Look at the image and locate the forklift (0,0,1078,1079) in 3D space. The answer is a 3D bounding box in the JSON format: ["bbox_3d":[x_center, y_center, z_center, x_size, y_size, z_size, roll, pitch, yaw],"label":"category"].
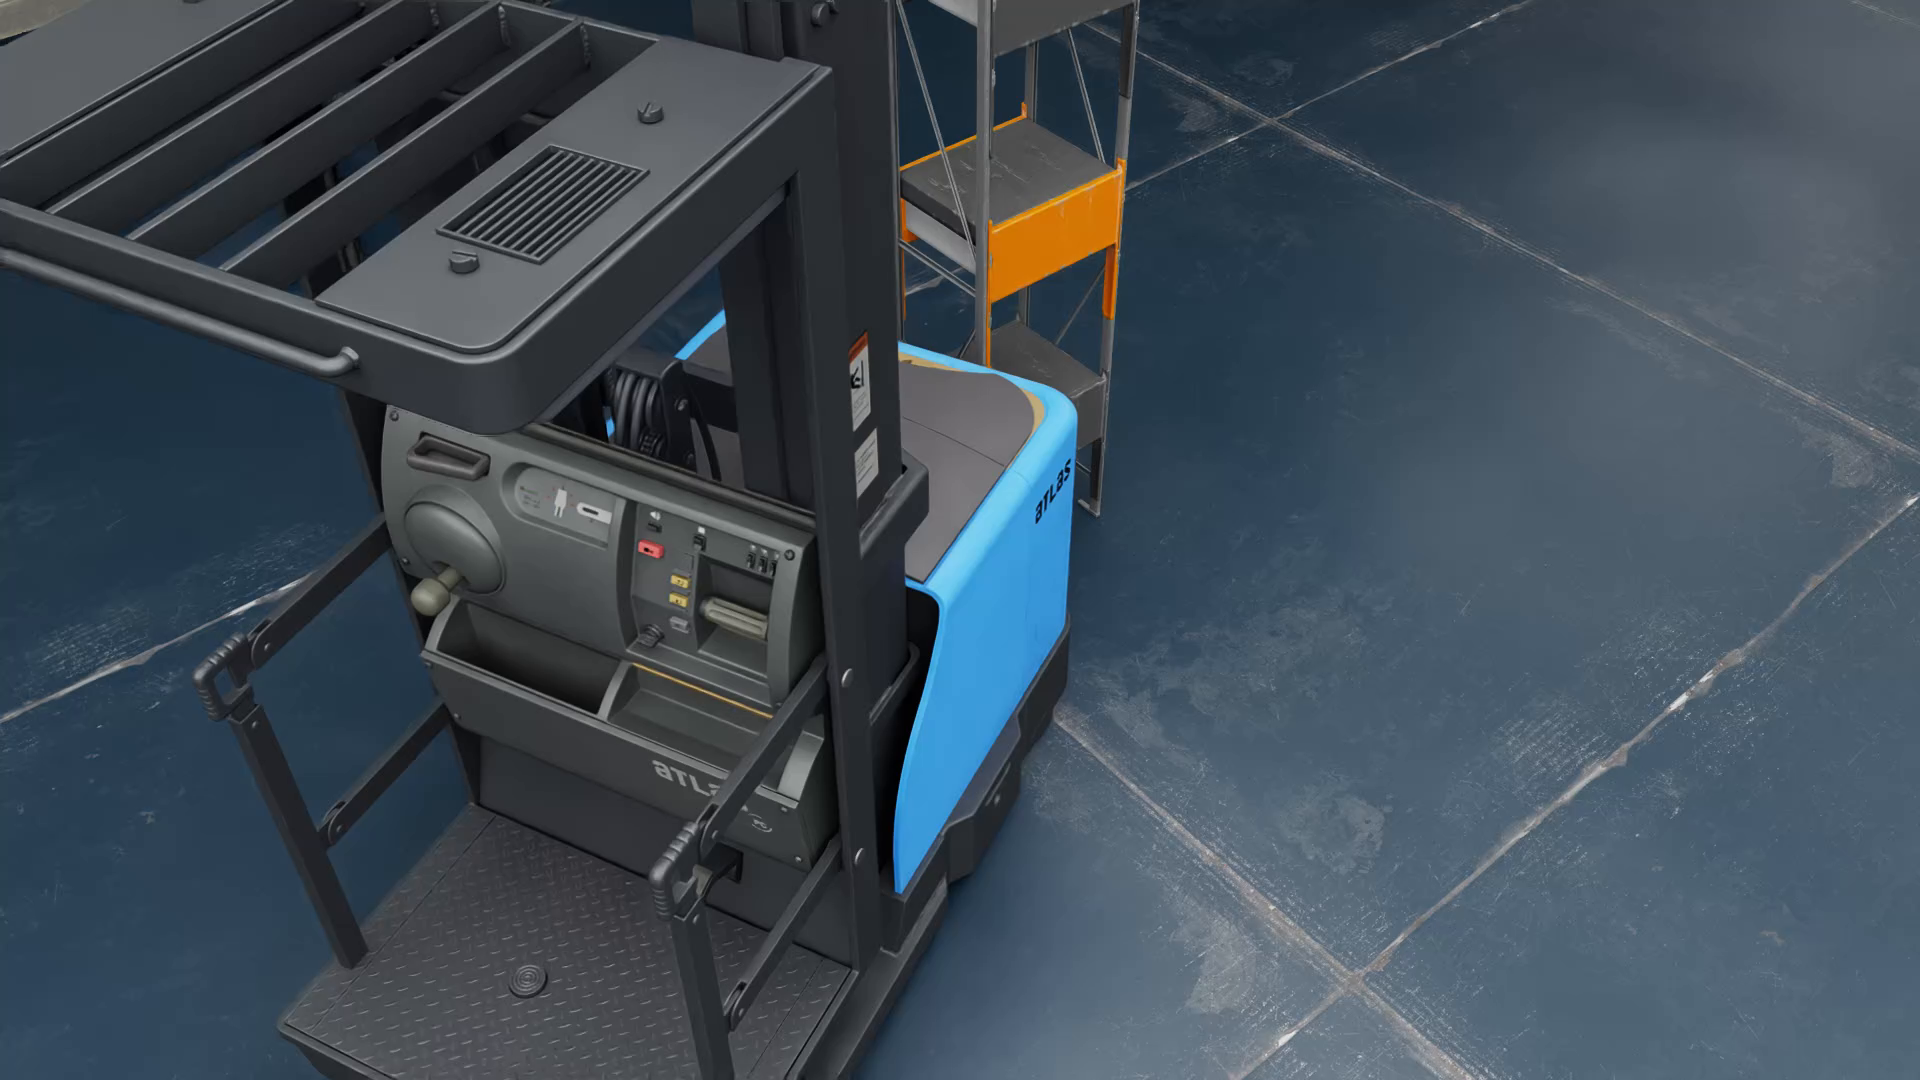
[{"bbox_3d":[-0.798,0.117,2.985,1.130,2.935,3.031,19,46,19],"label":"forklift"}]

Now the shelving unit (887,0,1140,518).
[{"bbox_3d":[0.127,-0.838,4.609,0.503,2.100,0.431,-30,51,-28],"label":"shelving unit"}]

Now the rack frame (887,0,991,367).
[{"bbox_3d":[-0.060,-0.731,4.494,0.015,2.100,0.400,-30,51,-28],"label":"rack frame"}]

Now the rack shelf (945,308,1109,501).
[{"bbox_3d":[0.127,-0.318,5.097,0.480,0.518,0.431,-30,51,-28],"label":"rack shelf"}]

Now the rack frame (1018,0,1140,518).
[{"bbox_3d":[0.314,-0.945,4.723,0.015,2.100,0.400,-30,51,-28],"label":"rack frame"}]

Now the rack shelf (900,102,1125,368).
[{"bbox_3d":[0.127,-0.828,4.618,0.480,0.518,0.431,-30,51,-28],"label":"rack shelf"}]

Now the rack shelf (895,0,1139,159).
[{"bbox_3d":[0.127,-1.338,4.139,0.480,0.518,0.431,-30,51,-28],"label":"rack shelf"}]
